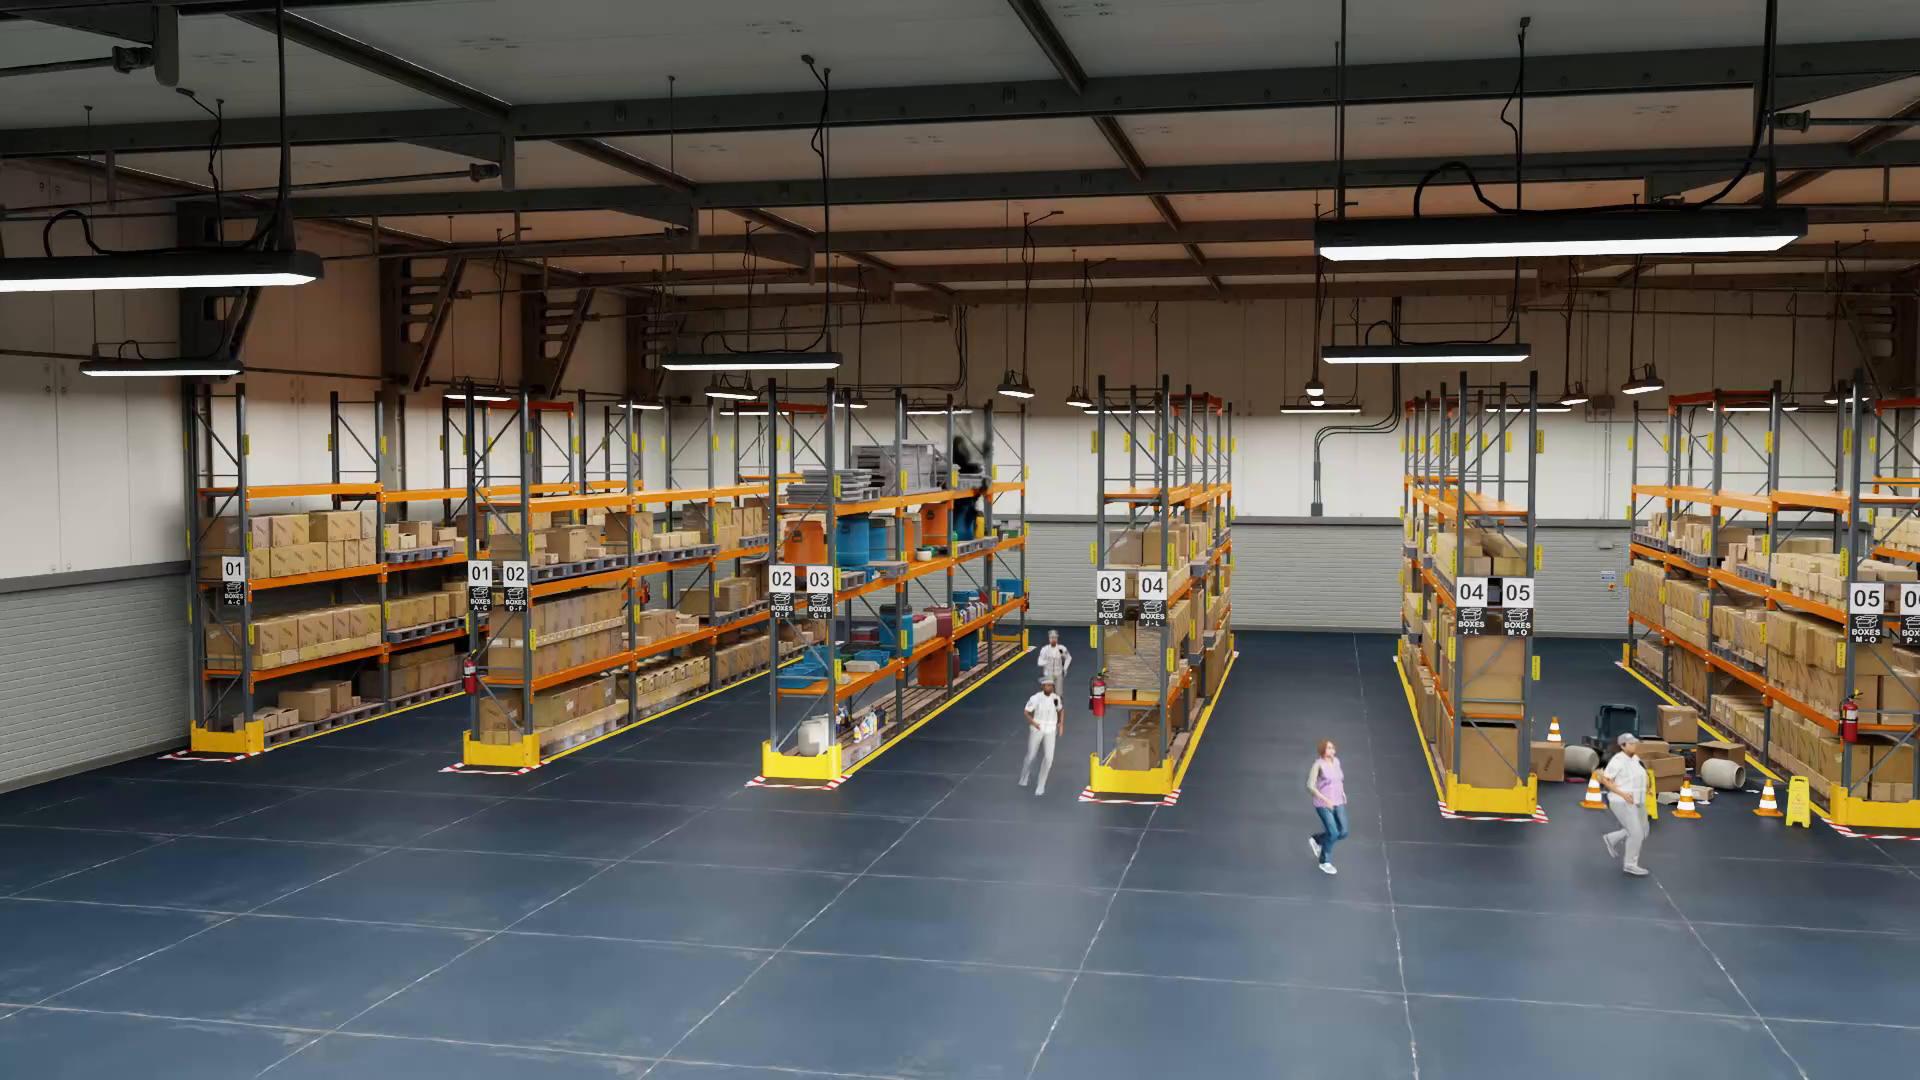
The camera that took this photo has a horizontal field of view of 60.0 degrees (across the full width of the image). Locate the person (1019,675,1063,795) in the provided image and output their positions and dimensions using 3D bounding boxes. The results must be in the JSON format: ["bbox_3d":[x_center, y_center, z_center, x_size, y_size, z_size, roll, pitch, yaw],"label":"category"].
[{"bbox_3d":[1.206,2.804,24.079,0.660,1.714,0.686,0,3,-9],"label":"person"}]

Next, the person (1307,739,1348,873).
[{"bbox_3d":[4.300,3.112,19.552,0.526,1.566,0.496,-2,4,-33],"label":"person"}]

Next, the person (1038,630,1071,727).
[{"bbox_3d":[1.681,2.463,29.656,0.592,1.734,0.684,0,3,5],"label":"person"}]

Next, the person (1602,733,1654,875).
[{"bbox_3d":[7.809,3.073,19.540,0.612,1.620,0.664,-2,4,-34],"label":"person"}]
